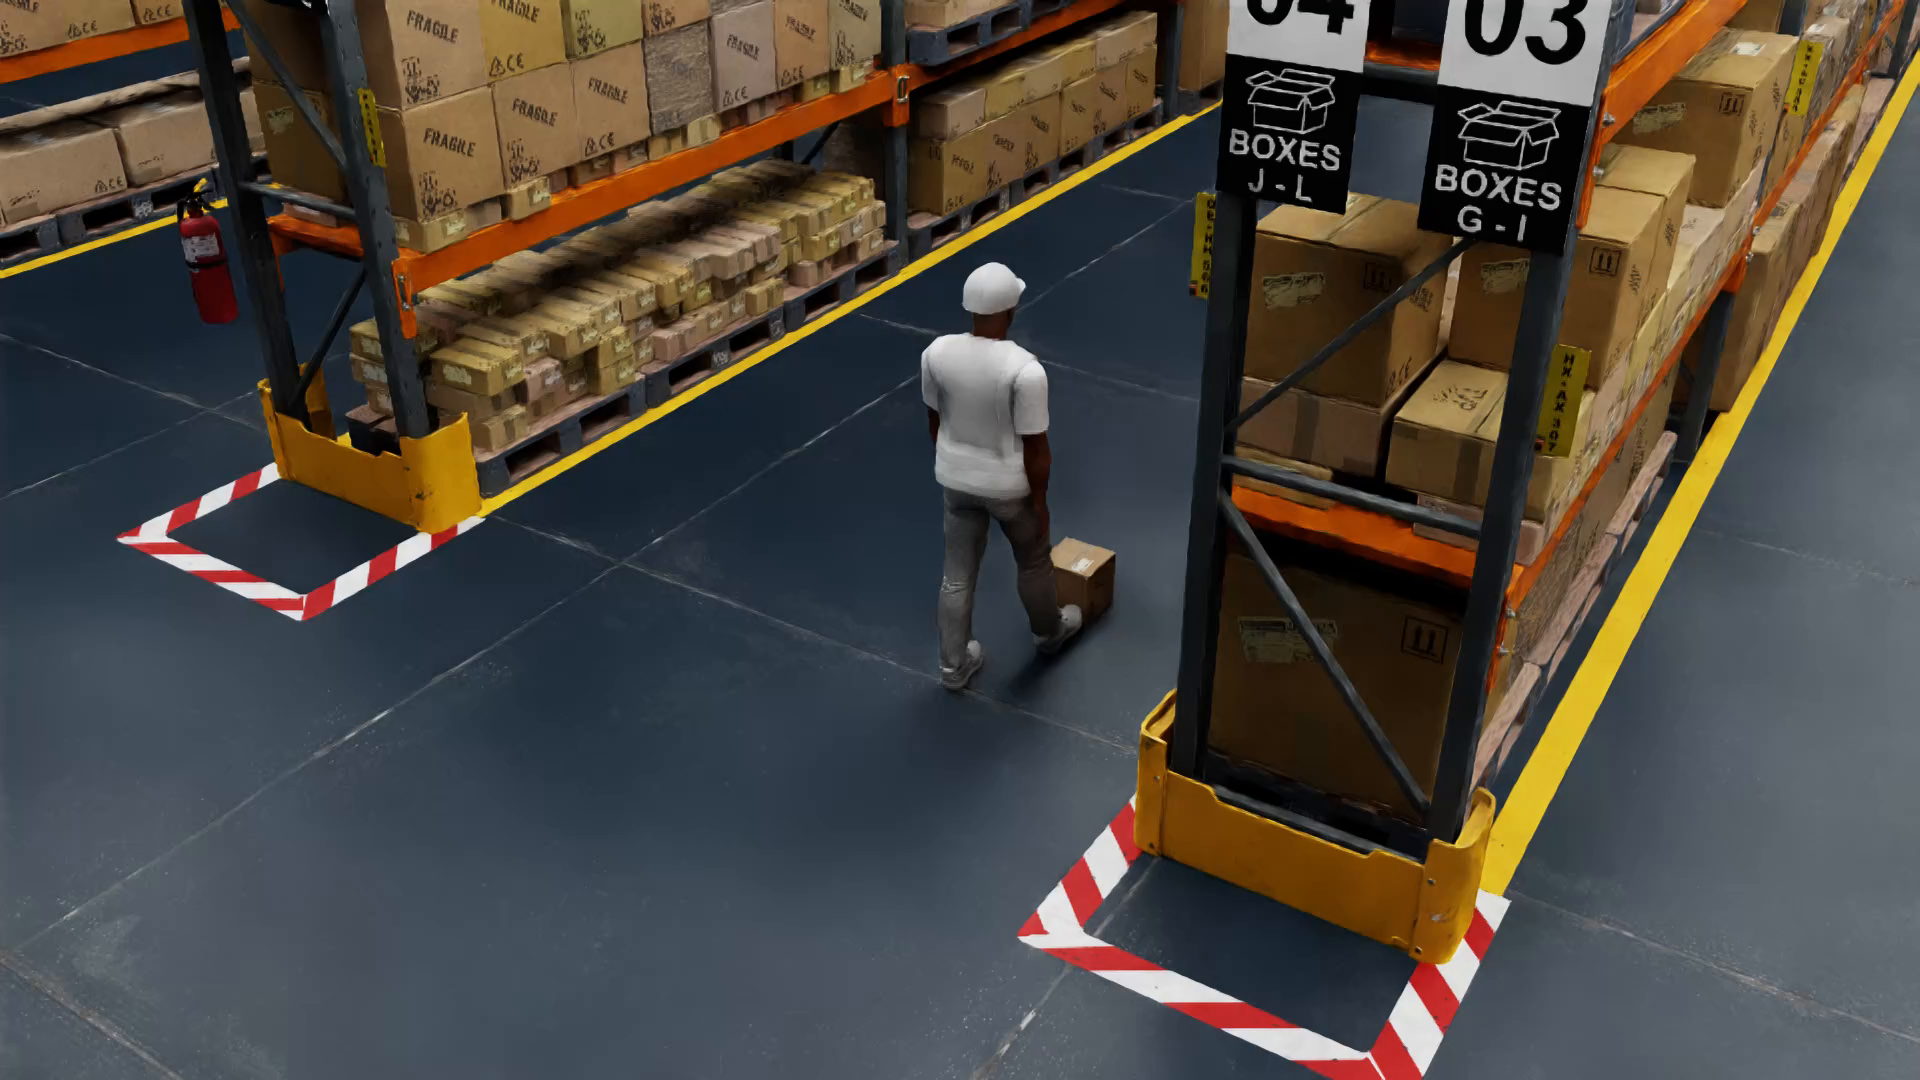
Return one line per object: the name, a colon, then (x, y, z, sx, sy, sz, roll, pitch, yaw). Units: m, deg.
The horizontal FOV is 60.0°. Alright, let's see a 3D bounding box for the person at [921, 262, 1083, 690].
person: (0.156, -0.288, 6.587, 0.562, 1.750, 0.722, 14, 33, 22)
